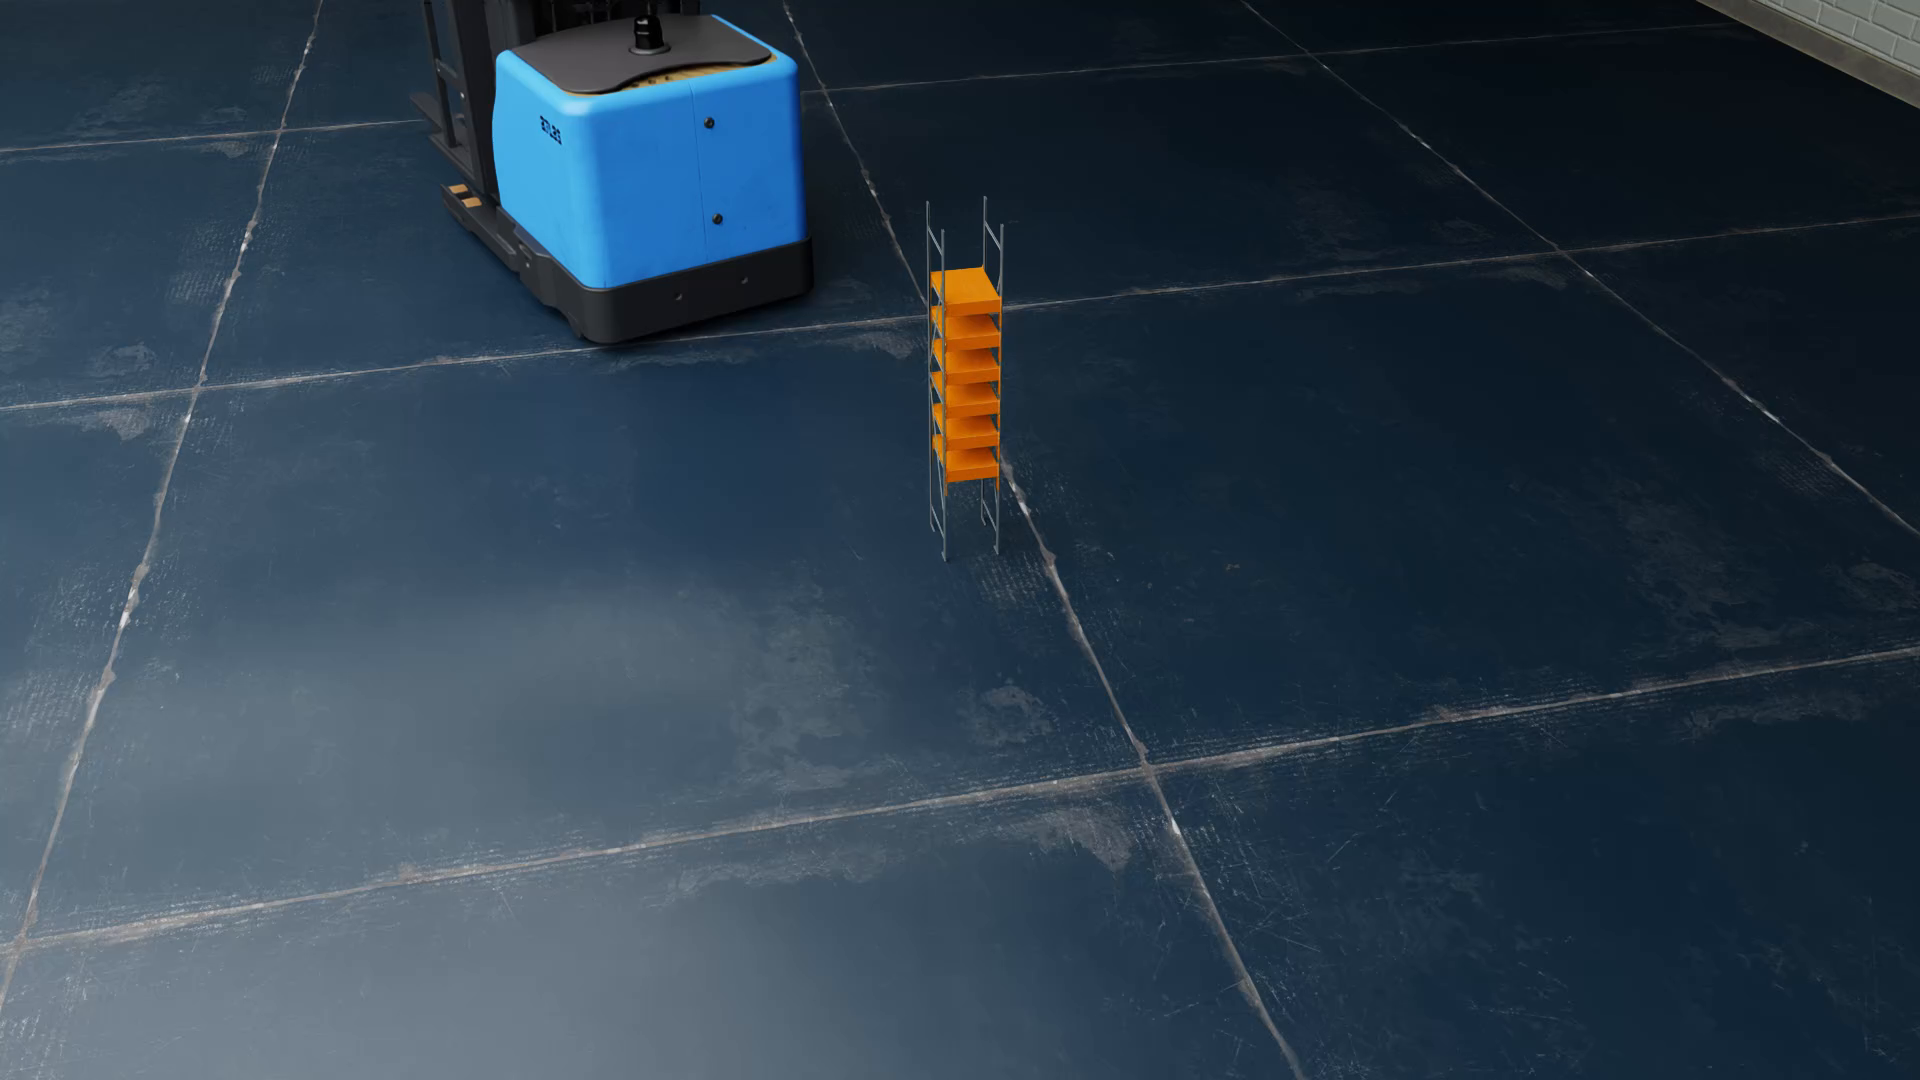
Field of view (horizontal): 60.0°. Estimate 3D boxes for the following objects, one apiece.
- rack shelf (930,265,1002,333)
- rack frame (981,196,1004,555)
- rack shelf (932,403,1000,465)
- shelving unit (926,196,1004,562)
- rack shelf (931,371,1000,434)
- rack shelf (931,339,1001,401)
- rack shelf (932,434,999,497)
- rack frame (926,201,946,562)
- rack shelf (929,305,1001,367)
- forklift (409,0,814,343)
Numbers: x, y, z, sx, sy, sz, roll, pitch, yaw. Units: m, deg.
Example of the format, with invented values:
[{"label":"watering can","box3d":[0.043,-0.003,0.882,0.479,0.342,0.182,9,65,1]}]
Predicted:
[{"label":"rack shelf","box3d":[0.014,-0.762,5.242,0.180,0.103,0.258,-7,35,-11]},{"label":"rack frame","box3d":[0.103,-0.511,5.435,0.006,1.200,0.240,-7,35,-11]},{"label":"rack shelf","box3d":[0.014,-0.363,5.510,0.180,0.103,0.258,-7,35,-11]},{"label":"shelving unit","box3d":[0.014,-0.500,5.418,0.189,1.200,0.258,-7,35,-11]},{"label":"rack shelf","box3d":[0.014,-0.463,5.443,0.180,0.103,0.258,-7,35,-11]},{"label":"rack shelf","box3d":[0.014,-0.563,5.376,0.180,0.103,0.258,-7,35,-11]},{"label":"rack shelf","box3d":[0.014,-0.264,5.577,0.180,0.103,0.258,-7,35,-11]},{"label":"rack frame","box3d":[-0.075,-0.489,5.402,0.006,1.200,0.240,-7,35,-11]},{"label":"rack shelf","box3d":[0.014,-0.662,5.309,0.180,0.103,0.258,-7,35,-11]},{"label":"forklift","box3d":[-1.853,-2.809,7.306,1.130,2.935,3.031,-20,39,-26]}]
